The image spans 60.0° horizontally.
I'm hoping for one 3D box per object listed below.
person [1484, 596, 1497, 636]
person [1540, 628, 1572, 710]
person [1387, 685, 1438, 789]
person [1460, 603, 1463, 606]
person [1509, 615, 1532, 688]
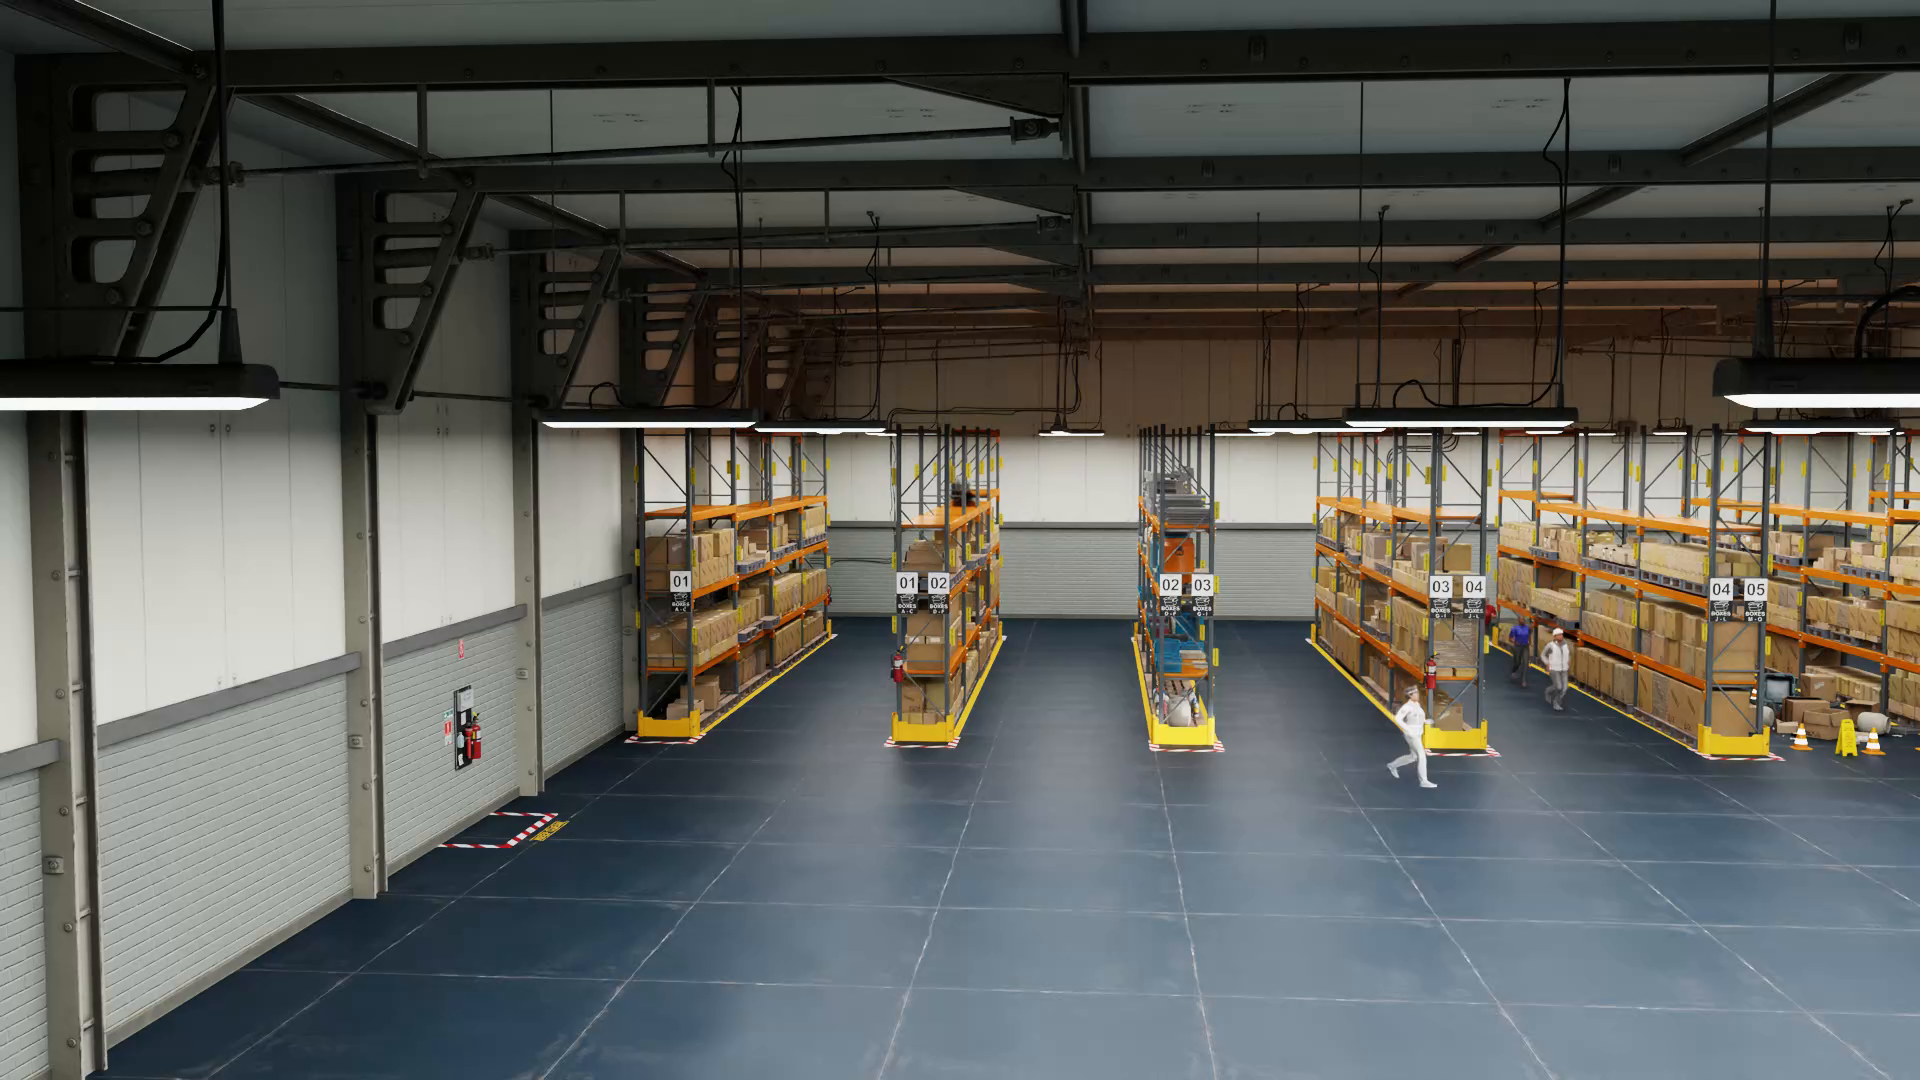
[{"bbox_3d":[13.471,2.281,42.902,0.654,1.692,0.929,0,3,-3],"label":"person"},{"bbox_3d":[12.629,2.728,35.094,0.658,1.727,0.578,-1,4,-8],"label":"person"},{"bbox_3d":[7.433,3.208,27.353,0.884,1.670,0.623,2,4,34],"label":"person"},{"bbox_3d":[13.607,2.096,46.238,0.644,1.658,0.661,3,4,37],"label":"person"},{"bbox_3d":[13.023,2.557,38.609,0.579,1.650,0.851,0,3,0],"label":"person"}]
